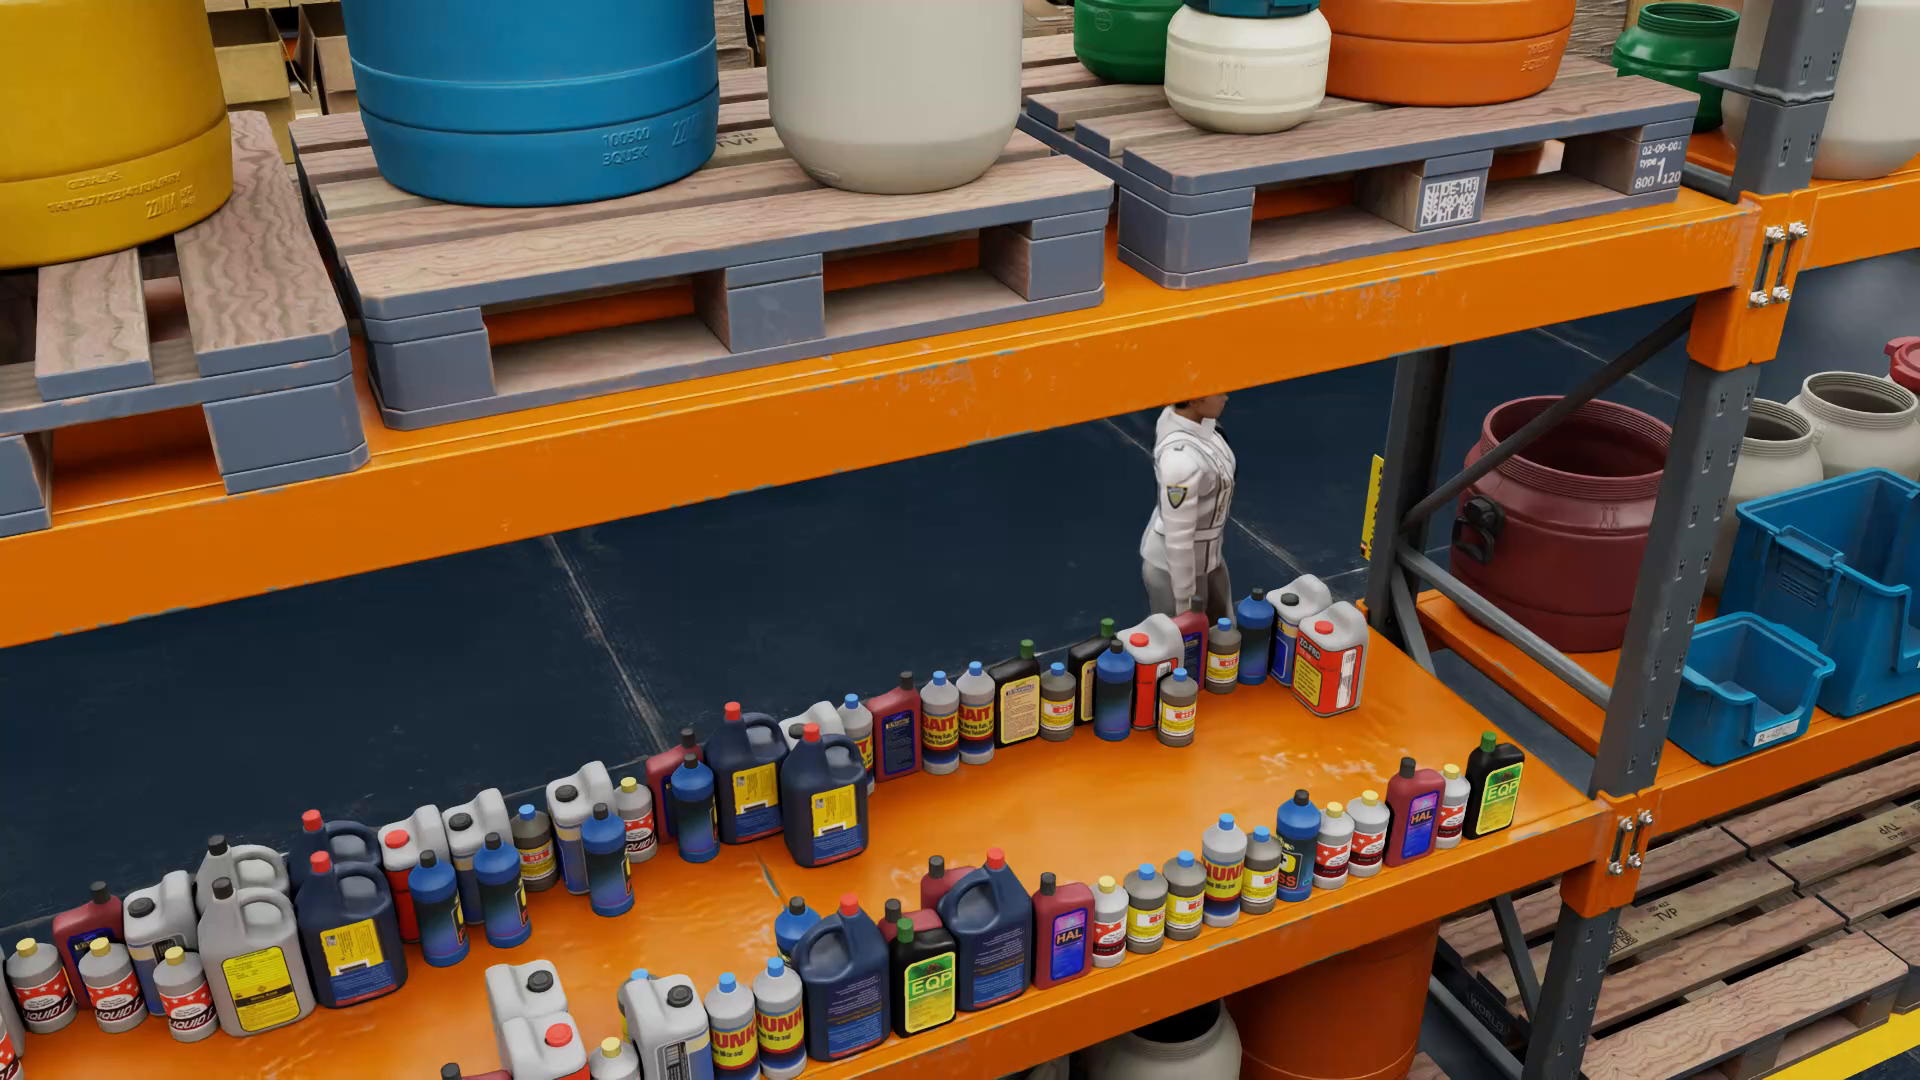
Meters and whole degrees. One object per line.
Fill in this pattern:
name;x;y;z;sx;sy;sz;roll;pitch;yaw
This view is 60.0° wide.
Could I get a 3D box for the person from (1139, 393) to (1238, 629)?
person;0.856;0.113;5.933;0.436;1.724;0.510;6;30;10
